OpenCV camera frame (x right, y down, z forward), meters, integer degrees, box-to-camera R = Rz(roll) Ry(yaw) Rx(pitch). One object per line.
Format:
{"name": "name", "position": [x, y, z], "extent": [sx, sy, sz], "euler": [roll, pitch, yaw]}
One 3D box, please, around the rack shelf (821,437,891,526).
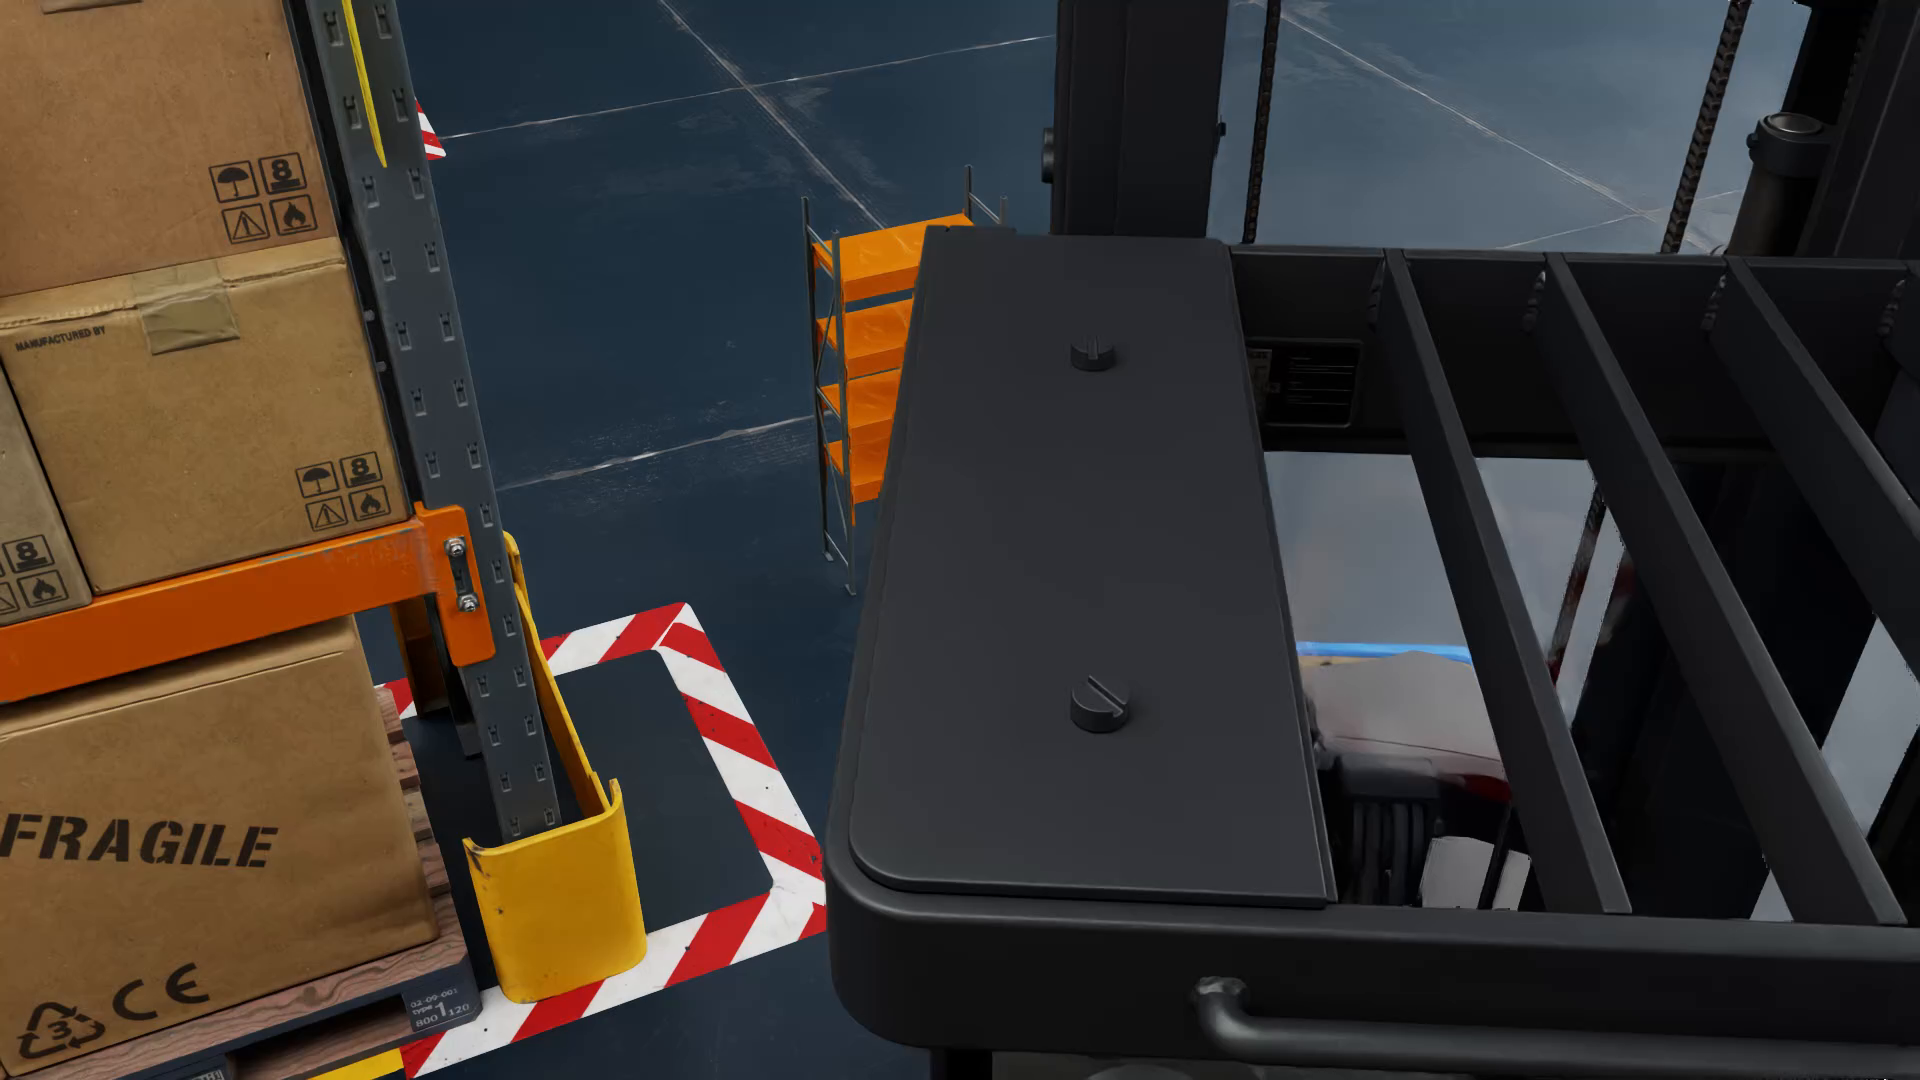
{"name": "rack shelf", "position": [-0.150, -0.226, 4.994], "extent": [0.480, 0.148, 0.258], "euler": [-16, 39, -20]}

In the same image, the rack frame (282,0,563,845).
{"name": "rack frame", "position": [-1.146, -0.479, 3.379], "extent": [0.127, 3.000, 1.000], "euler": [-16, 39, -20]}

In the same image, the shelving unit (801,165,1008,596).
{"name": "shelving unit", "position": [-0.150, -0.440, 4.836], "extent": [0.503, 1.200, 0.258], "euler": [-16, 39, -20]}

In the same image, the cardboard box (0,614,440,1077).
{"name": "cardboard box", "position": [-1.731, 0.413, 3.607], "extent": [0.875, 0.875, 0.875], "euler": [-15, 39, -20]}

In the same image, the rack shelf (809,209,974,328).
{"name": "rack shelf", "position": [-0.150, -0.756, 4.602], "extent": [0.480, 0.148, 0.258], "euler": [-16, 39, -20]}

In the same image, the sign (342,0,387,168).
{"name": "sign", "position": [-0.928, -0.744, 2.564], "extent": [0.005, 0.325, 0.100], "euler": [-16, 39, -20]}

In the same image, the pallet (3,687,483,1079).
{"name": "pallet", "position": [-1.836, 0.885, 3.880], "extent": [1.213, 0.211, 1.003], "euler": [-16, 39, -20]}

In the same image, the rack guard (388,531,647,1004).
{"name": "rack guard", "position": [-1.124, 0.518, 4.131], "extent": [0.348, 0.500, 1.175], "euler": [-16, 39, -20]}

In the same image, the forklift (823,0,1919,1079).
{"name": "forklift", "position": [0.494, 0.750, 1.779], "extent": [1.130, 2.935, 3.031], "euler": [2, 37, 2]}

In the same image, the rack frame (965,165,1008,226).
{"name": "rack frame", "position": [0.071, -0.502, 4.919], "extent": [0.015, 1.200, 0.240], "euler": [-16, 39, -20]}

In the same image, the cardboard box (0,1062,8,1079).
{"name": "cardboard box", "position": [-2.527, 0.636, 3.305], "extent": [0.875, 0.875, 0.875], "euler": [-16, 40, -21]}

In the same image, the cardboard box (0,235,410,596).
{"name": "cardboard box", "position": [-1.462, -0.421, 3.174], "extent": [0.550, 0.550, 0.875], "euler": [-16, 39, -20]}

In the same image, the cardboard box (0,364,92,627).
{"name": "cardboard box", "position": [-1.951, -0.270, 2.971], "extent": [0.550, 0.550, 0.875], "euler": [-16, 39, -20]}

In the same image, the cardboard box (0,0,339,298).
{"name": "cardboard box", "position": [-1.498, -0.900, 2.914], "extent": [0.550, 0.550, 0.875], "euler": [-16, 39, -20]}

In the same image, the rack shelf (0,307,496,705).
{"name": "rack shelf", "position": [-2.956, 0.316, 2.910], "extent": [4.000, 0.370, 1.077], "euler": [-16, 39, -20]}

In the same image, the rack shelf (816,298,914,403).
{"name": "rack shelf", "position": [-0.150, -0.566, 4.743], "extent": [0.480, 0.148, 0.258], "euler": [-16, 39, -20]}

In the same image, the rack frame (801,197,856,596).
{"name": "rack frame", "position": [-0.371, -0.378, 4.753], "extent": [0.015, 1.200, 0.240], "euler": [-16, 39, -20]}

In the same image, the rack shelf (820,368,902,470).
{"name": "rack shelf", "position": [-0.150, -0.386, 4.876], "extent": [0.480, 0.148, 0.258], "euler": [-16, 39, -20]}
